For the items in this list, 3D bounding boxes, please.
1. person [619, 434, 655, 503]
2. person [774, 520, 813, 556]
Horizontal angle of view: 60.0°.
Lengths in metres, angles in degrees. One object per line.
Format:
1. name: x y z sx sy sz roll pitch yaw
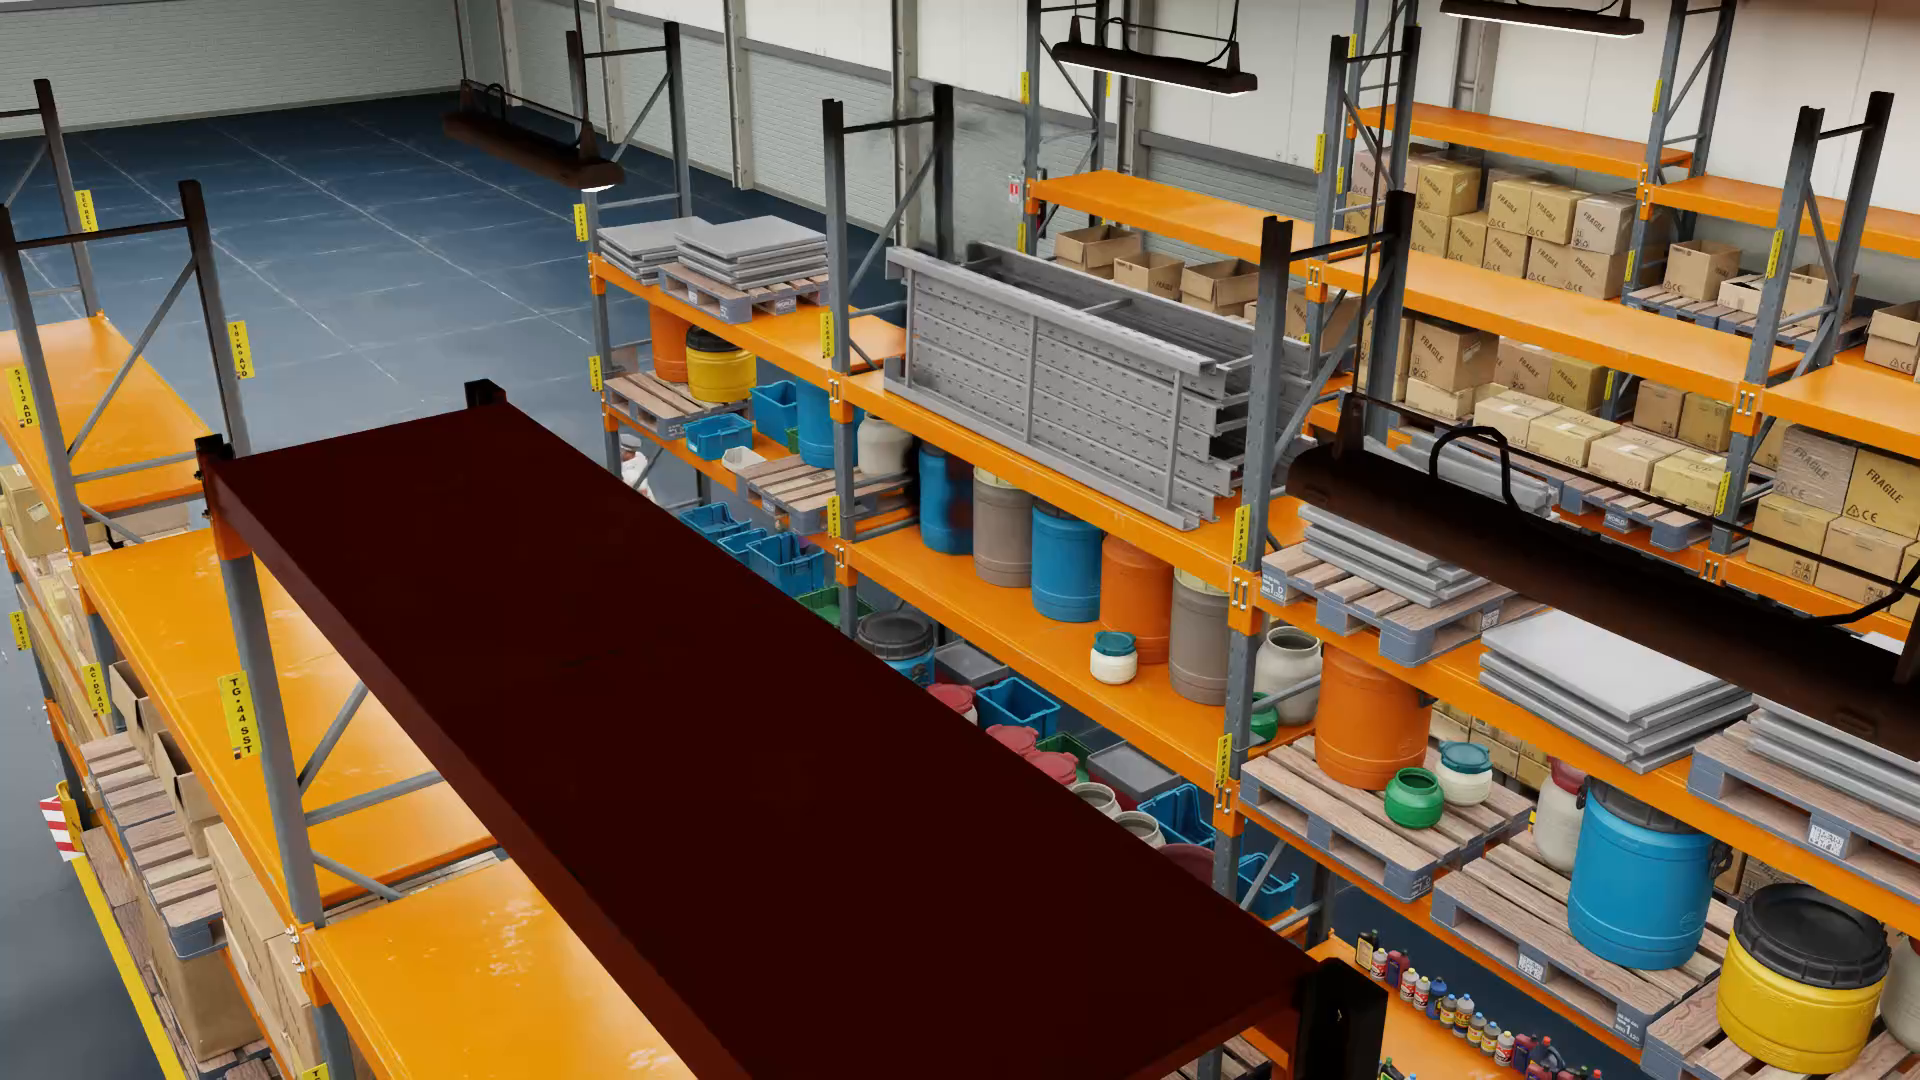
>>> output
1. person: -3.432 -0.297 17.505 0.883 1.772 0.723 2 25 3
2. person: -1.690 -0.006 17.132 0.585 1.533 0.537 13 28 25
